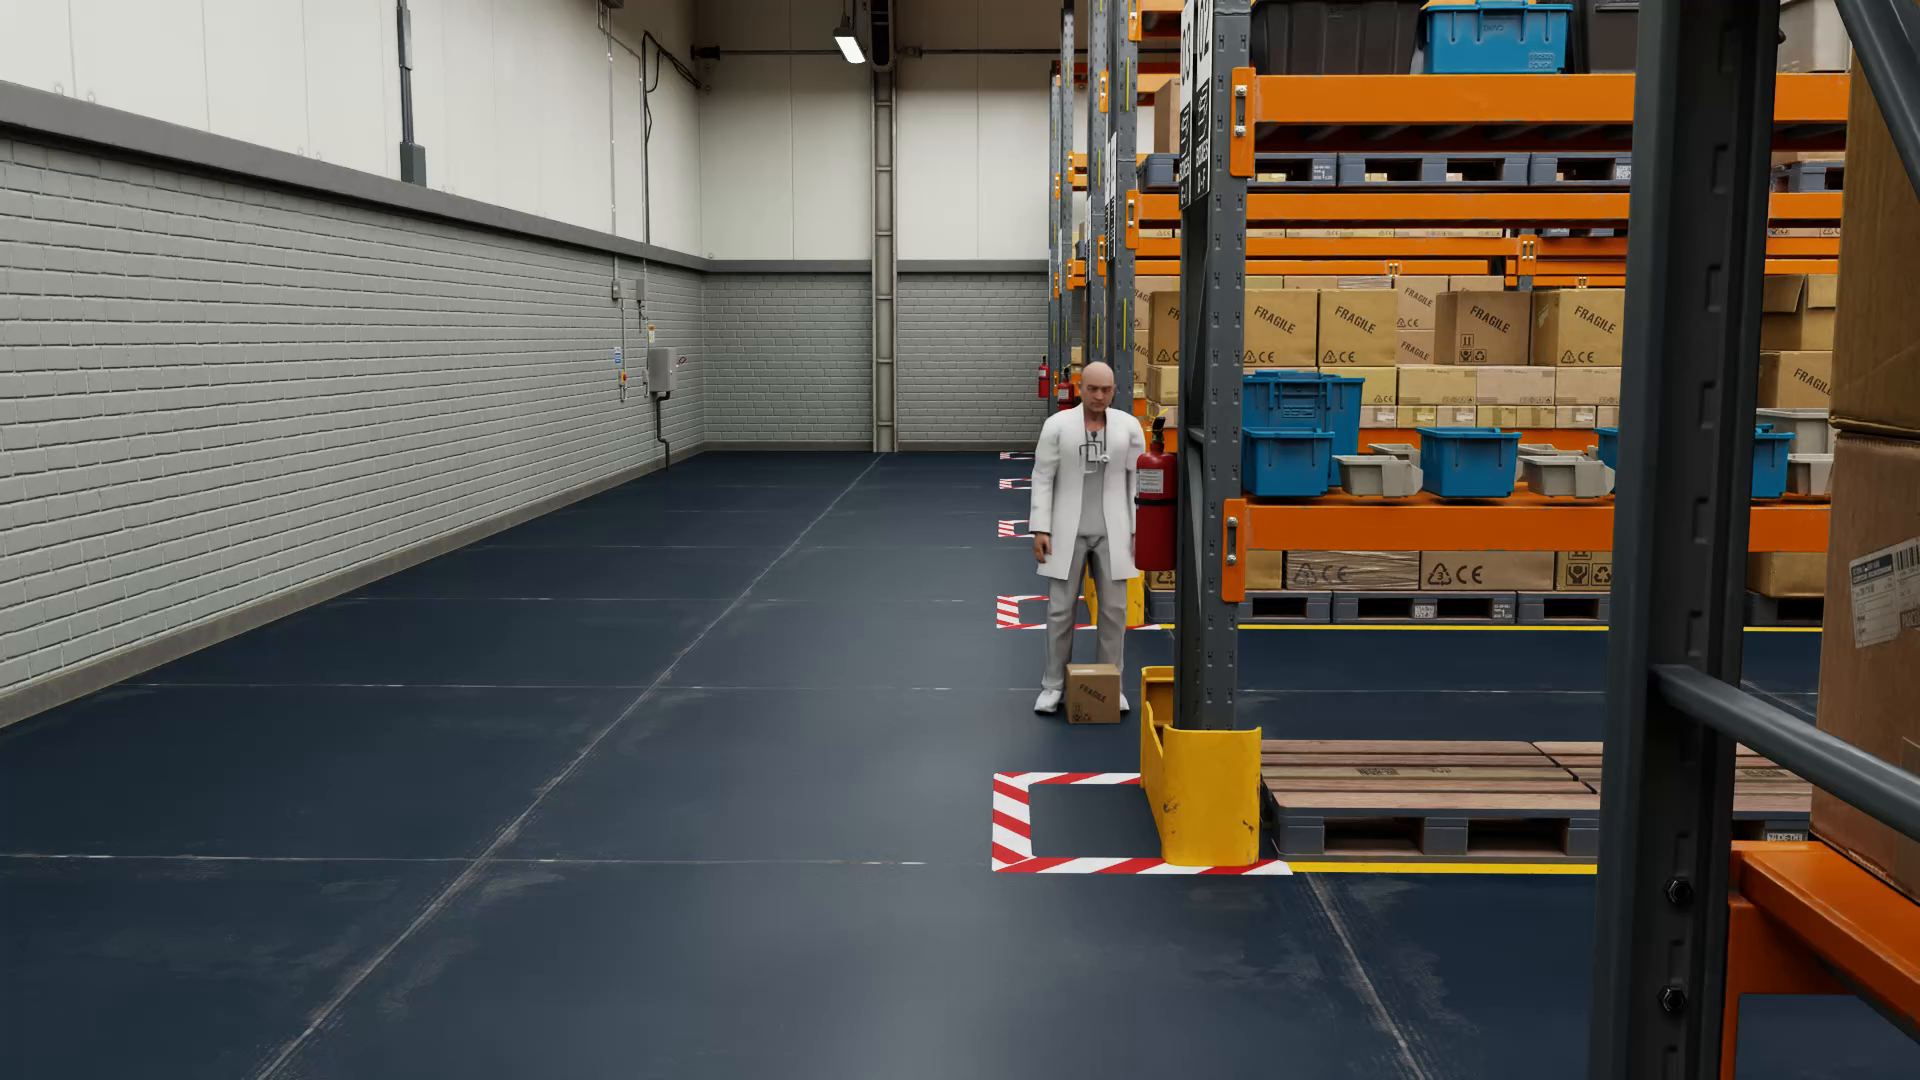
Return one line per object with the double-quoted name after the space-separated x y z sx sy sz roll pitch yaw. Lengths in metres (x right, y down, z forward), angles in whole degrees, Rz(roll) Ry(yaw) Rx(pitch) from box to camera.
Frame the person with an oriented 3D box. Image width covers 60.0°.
0.666 -0.018 8.473 0.635 1.773 0.427 0 7 -1 "person"
